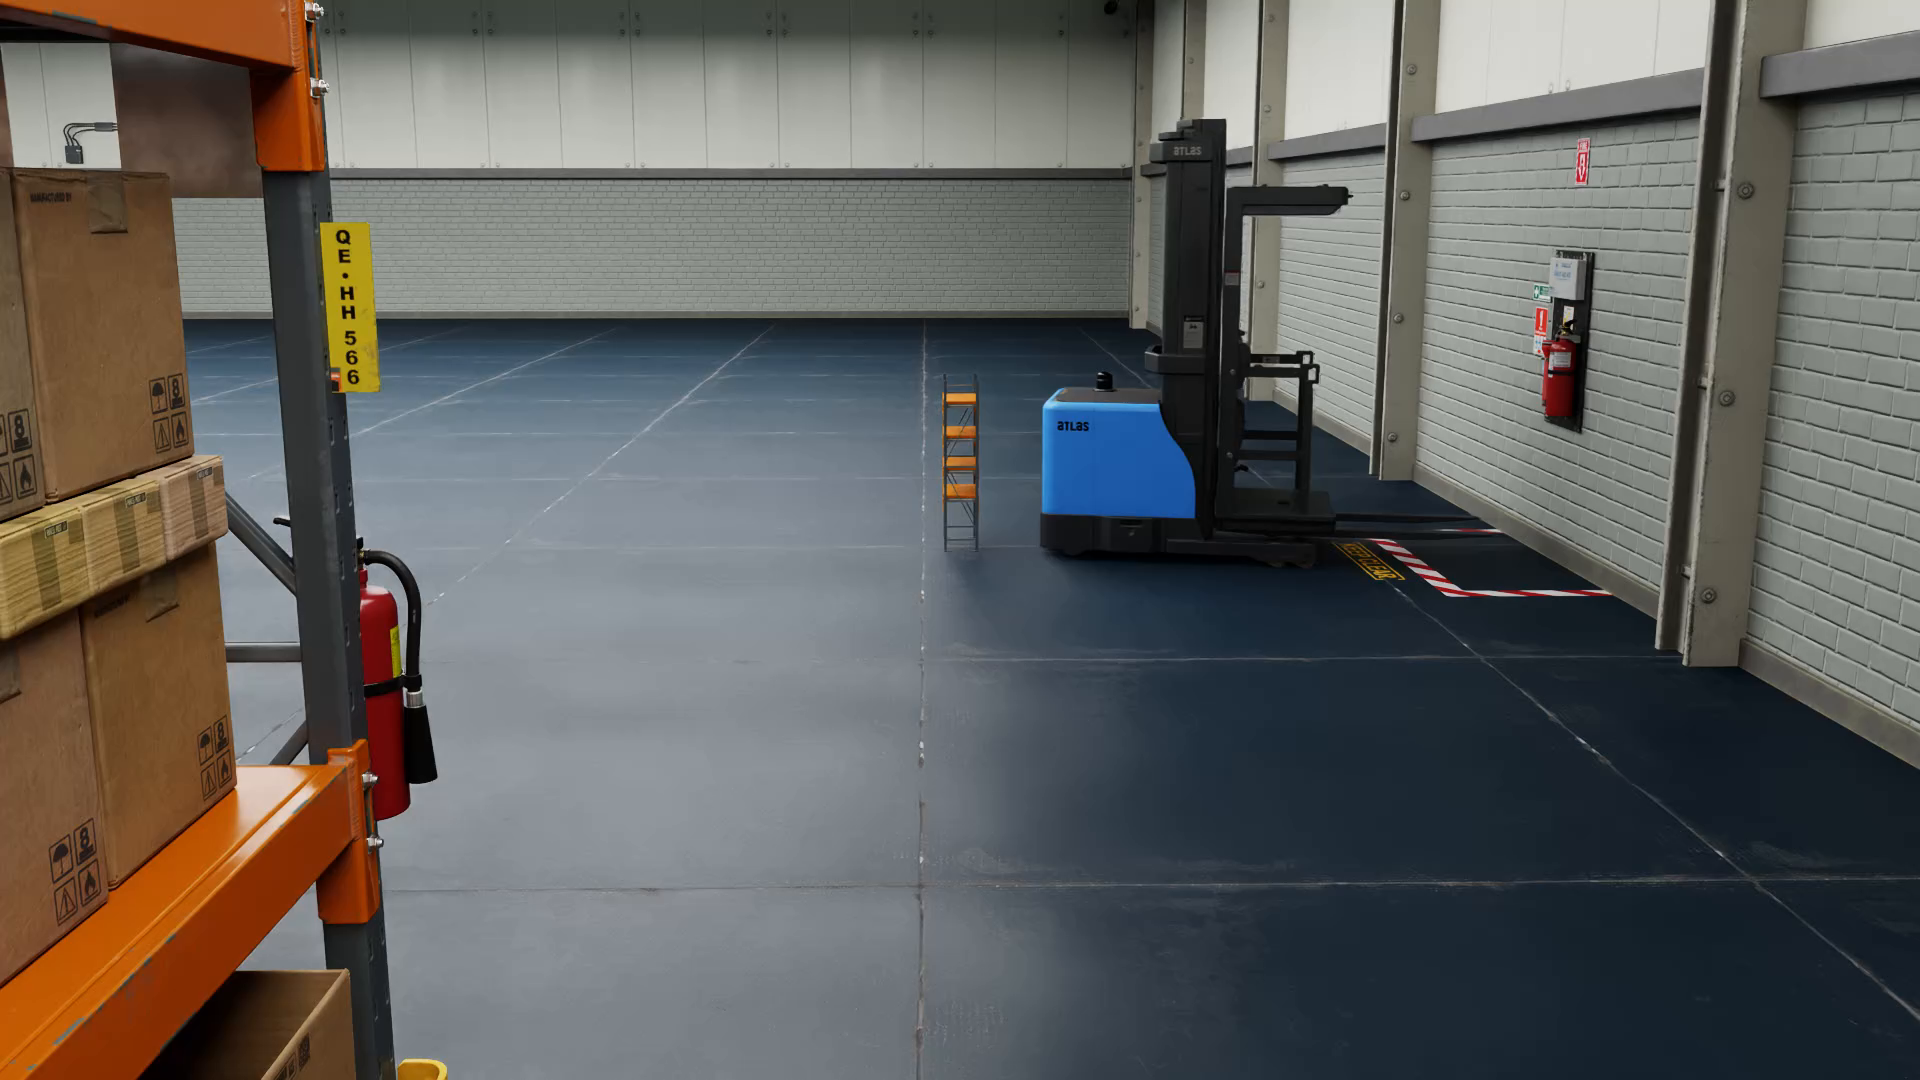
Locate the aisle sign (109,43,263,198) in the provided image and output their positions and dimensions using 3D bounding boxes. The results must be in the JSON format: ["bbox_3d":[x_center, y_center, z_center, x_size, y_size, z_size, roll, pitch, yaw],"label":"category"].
[{"bbox_3d":[-1.432,-1.053,3.169,0.394,0.787,0.004,0,11,-1],"label":"aisle sign"}]

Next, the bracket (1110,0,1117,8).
[{"bbox_3d":[3.087,-10.753,33.376,0.076,0.066,3.189,0,11,-1],"label":"bracket"}]

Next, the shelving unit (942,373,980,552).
[{"bbox_3d":[0.003,-0.555,11.778,0.258,1.200,0.503,0,11,-1],"label":"shelving unit"}]

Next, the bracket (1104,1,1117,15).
[{"bbox_3d":[3.075,-10.870,33.955,0.235,0.232,0.430,0,11,-1],"label":"bracket"}]

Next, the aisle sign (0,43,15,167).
[{"bbox_3d":[-2.032,-1.051,3.157,0.394,0.787,0.004,0,11,-1],"label":"aisle sign"}]

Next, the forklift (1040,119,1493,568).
[{"bbox_3d":[2.115,-1.363,11.405,3.031,2.935,1.130,2,12,9],"label":"forklift"}]

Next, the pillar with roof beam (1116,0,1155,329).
[{"bbox_3d":[-0.817,-8.537,31.504,9.100,9.000,0.548,0,11,-1],"label":"pillar with roof beam"}]

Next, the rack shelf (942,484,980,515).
[{"bbox_3d":[0.003,-0.295,11.830,0.258,0.148,0.480,0,11,-1],"label":"rack shelf"}]

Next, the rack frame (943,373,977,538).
[{"bbox_3d":[-0.002,-0.604,12.017,0.240,1.200,0.015,0,11,-1],"label":"rack frame"}]

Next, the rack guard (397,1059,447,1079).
[{"bbox_3d":[-1.725,1.455,3.629,1.175,0.500,0.348,0,11,-1],"label":"rack guard"}]

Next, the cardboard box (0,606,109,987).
[{"bbox_3d":[-1.712,0.383,2.375,0.700,0.500,0.500,0,11,0],"label":"cardboard box"}]

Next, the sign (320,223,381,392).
[{"bbox_3d":[-1.182,-0.448,3.216,0.100,0.325,0.005,0,11,-1],"label":"sign"}]

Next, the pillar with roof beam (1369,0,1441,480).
[{"bbox_3d":[-0.445,-4.958,13.867,9.100,9.000,0.400,0,11,-1],"label":"pillar with roof beam"}]

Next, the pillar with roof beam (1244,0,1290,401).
[{"bbox_3d":[-0.569,-6.151,19.746,9.100,9.000,0.400,0,11,-1],"label":"pillar with roof beam"}]

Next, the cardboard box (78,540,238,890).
[{"bbox_3d":[-1.728,0.279,2.889,0.700,0.500,0.500,0,11,-1],"label":"cardboard box"}]

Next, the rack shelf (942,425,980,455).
[{"bbox_3d":[0.003,-0.708,11.747,0.258,0.148,0.480,0,11,-1],"label":"rack shelf"}]

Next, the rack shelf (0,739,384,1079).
[{"bbox_3d":[-1.683,0.985,1.469,1.077,0.370,4.000,0,11,-1],"label":"rack shelf"}]

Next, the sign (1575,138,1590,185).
[{"bbox_3d":[4.070,-2.473,10.873,0.001,0.298,0.199,0,11,-1],"label":"sign"}]

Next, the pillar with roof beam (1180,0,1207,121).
[{"bbox_3d":[-0.693,-7.344,25.625,9.100,9.000,0.400,0,11,-1],"label":"pillar with roof beam"}]

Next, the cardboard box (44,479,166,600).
[{"bbox_3d":[-1.519,-0.005,2.656,0.380,0.149,0.250,0,11,0],"label":"cardboard box"}]

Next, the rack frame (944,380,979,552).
[{"bbox_3d":[0.008,-0.507,11.539,0.240,1.200,0.015,0,11,-1],"label":"rack frame"}]

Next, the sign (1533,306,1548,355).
[{"bbox_3d":[4.062,-1.463,11.634,0.001,0.329,0.234,0,11,-1],"label":"sign"}]

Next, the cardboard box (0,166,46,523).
[{"bbox_3d":[-1.710,-0.242,2.193,0.700,0.500,0.500,-1,11,-3],"label":"cardboard box"}]

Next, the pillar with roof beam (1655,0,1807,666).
[{"bbox_3d":[-0.321,-3.766,7.988,9.100,9.000,0.400,0,11,-1],"label":"pillar with roof beam"}]

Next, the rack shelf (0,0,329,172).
[{"bbox_3d":[-1.683,-0.485,1.171,1.077,0.370,4.000,0,11,-1],"label":"rack shelf"}]

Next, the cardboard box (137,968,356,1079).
[{"bbox_3d":[-1.416,1.114,2.995,0.500,0.500,0.500,0,11,-1],"label":"cardboard box"}]

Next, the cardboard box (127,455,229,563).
[{"bbox_3d":[-1.526,-0.057,2.912,0.380,0.149,0.250,0,11,-2],"label":"cardboard box"}]

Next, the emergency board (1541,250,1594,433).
[{"bbox_3d":[3.970,-1.335,11.094,0.194,1.169,0.643,0,11,-1],"label":"emergency board"}]

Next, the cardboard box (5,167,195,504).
[{"bbox_3d":[-1.727,-0.347,2.709,0.700,0.500,0.500,0,11,-1],"label":"cardboard box"}]

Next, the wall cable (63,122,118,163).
[{"bbox_3d":[-17.253,-10.718,33.705,2.305,6.003,0.169,0,11,-1],"label":"wall cable"}]

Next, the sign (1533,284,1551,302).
[{"bbox_3d":[4.053,-1.721,11.577,0.001,0.109,0.331,0,11,-1],"label":"sign"}]

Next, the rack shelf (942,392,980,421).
[{"bbox_3d":[0.003,-0.940,11.699,0.258,0.148,0.480,0,11,-1],"label":"rack shelf"}]

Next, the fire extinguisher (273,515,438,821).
[{"bbox_3d":[-1.263,0.247,3.490,0.296,0.674,0.183,0,11,-1],"label":"fire extinguisher"}]

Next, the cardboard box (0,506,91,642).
[{"bbox_3d":[-1.514,0.046,2.405,0.380,0.149,0.250,0,11,-2],"label":"cardboard box"}]

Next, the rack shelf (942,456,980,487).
[{"bbox_3d":[0.003,-0.489,11.791,0.258,0.148,0.480,0,11,-1],"label":"rack shelf"}]
